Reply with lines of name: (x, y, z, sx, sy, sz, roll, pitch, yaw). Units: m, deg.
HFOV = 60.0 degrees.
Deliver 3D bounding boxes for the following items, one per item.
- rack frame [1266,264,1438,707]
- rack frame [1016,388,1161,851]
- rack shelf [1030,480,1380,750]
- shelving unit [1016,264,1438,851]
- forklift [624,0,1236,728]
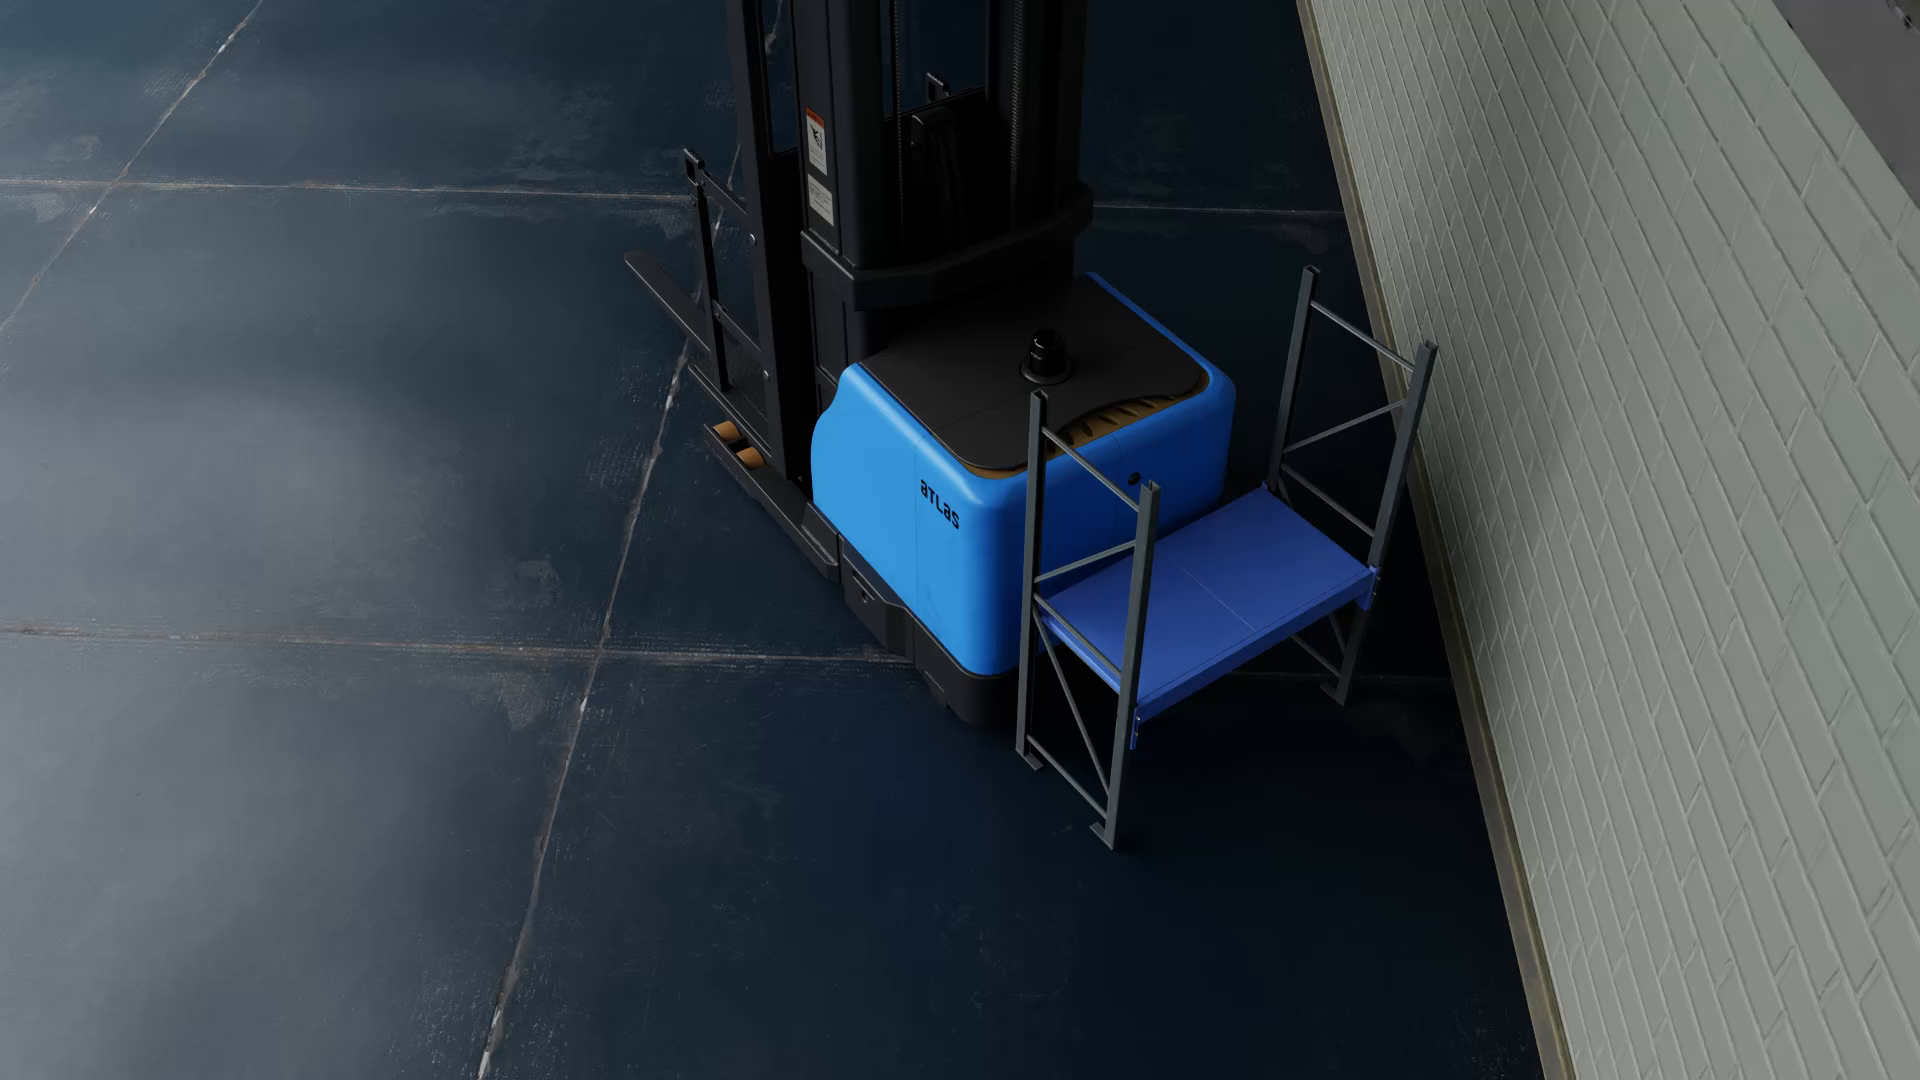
rack frame: (1.169, -0.125, 5.281, 0.032, 1.500, 0.500, -26, 49, -25)
rack frame: (0.346, 0.282, 4.845, 0.032, 1.500, 0.500, -26, 49, -25)
rack shelf: (0.757, 0.210, 5.186, 1.000, 0.185, 0.538, -26, 49, -25)
shelving unit: (0.758, 0.079, 5.063, 1.048, 1.500, 0.538, -26, 49, -25)
forklift: (-0.350, -1.429, 5.633, 1.130, 2.935, 3.031, -25, 48, -24)
